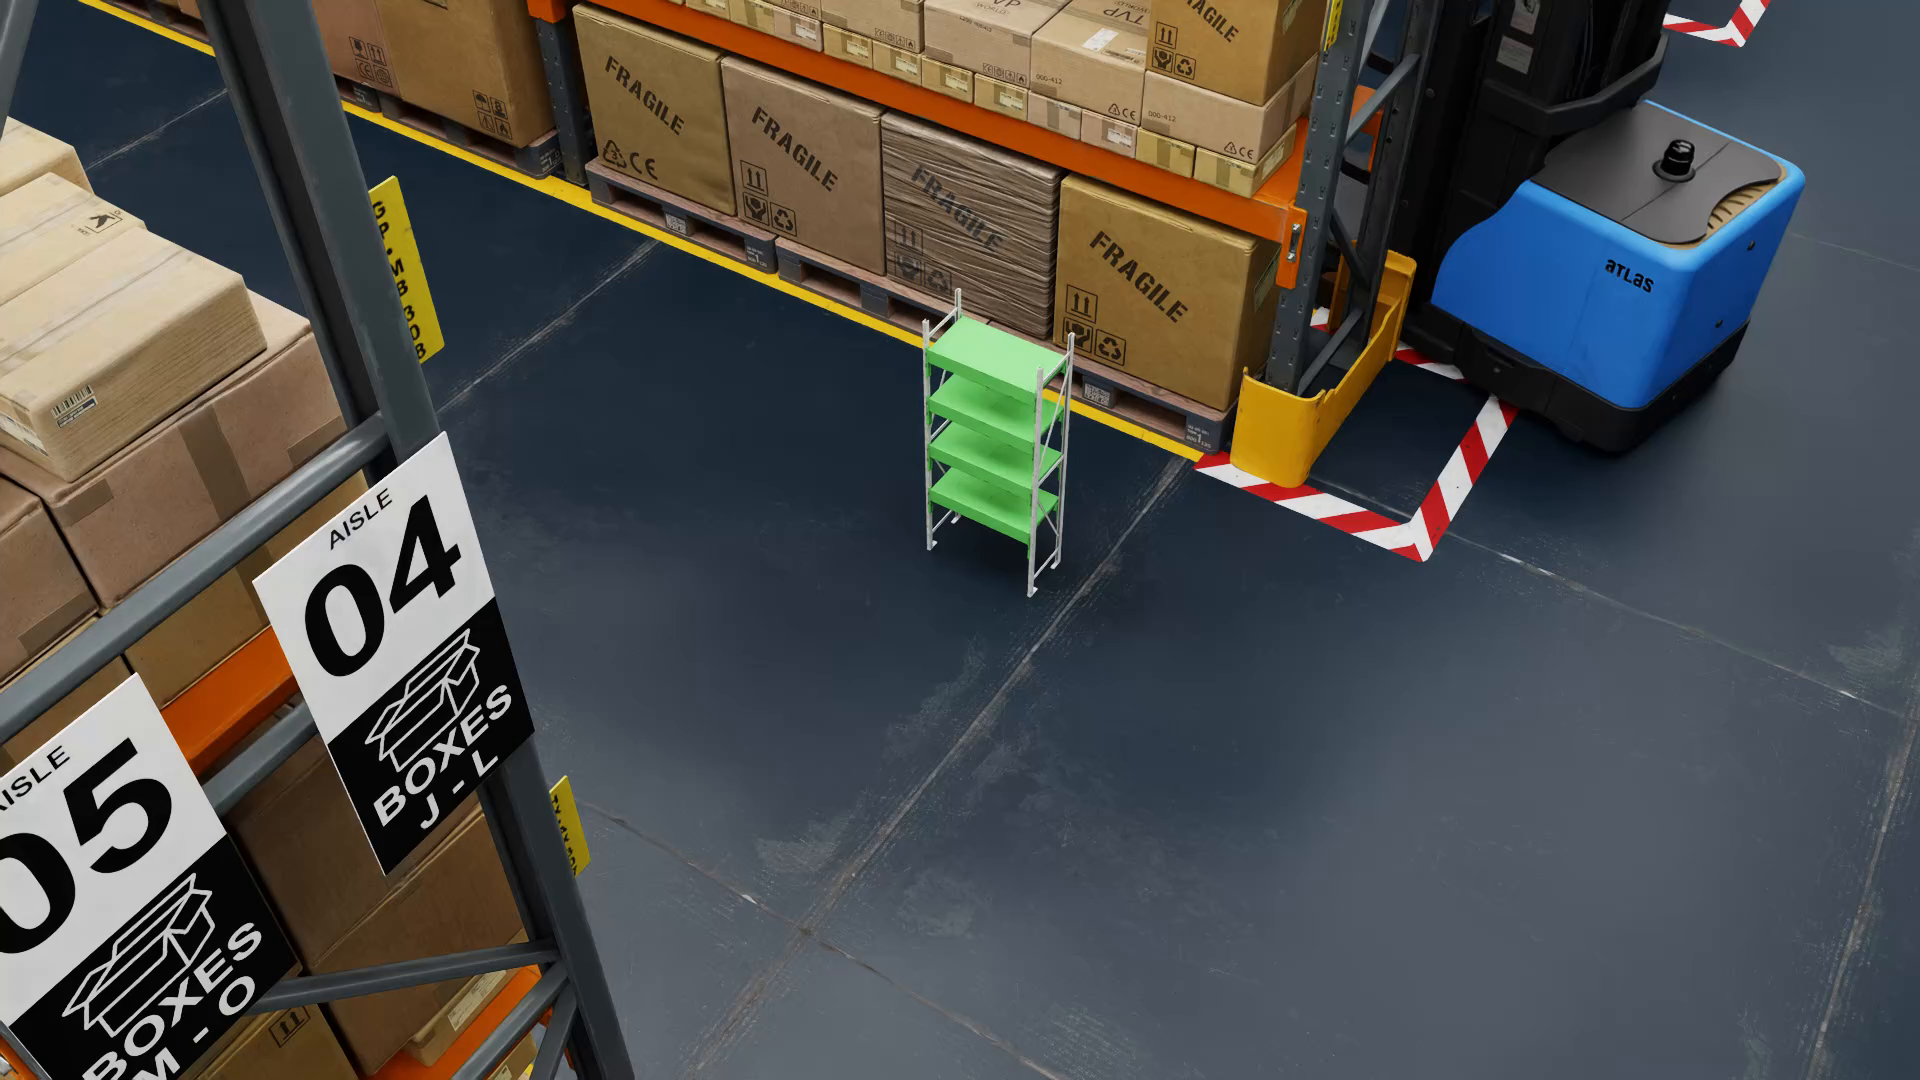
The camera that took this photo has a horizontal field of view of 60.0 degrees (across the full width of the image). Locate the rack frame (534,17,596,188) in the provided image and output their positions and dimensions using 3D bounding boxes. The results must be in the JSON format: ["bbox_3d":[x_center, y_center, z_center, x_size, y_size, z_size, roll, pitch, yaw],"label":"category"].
[{"bbox_3d":[-1.767,-3.227,8.016,0.127,3.000,1.000,25,51,22],"label":"rack frame"}]

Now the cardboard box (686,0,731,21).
[{"bbox_3d":[-1.032,-2.520,7.504,0.250,0.149,0.380,23,50,21],"label":"cardboard box"}]

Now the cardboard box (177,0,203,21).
[{"bbox_3d":[-3.818,-3.552,9.521,0.875,0.875,1.225,25,51,22],"label":"cardboard box"}]

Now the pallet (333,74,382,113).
[{"bbox_3d":[-3.488,-2.980,9.721,1.213,0.211,1.003,25,51,22],"label":"pallet"}]

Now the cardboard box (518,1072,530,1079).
[{"bbox_3d":[-1.431,1.728,4.896,0.250,0.149,0.380,26,51,23],"label":"cardboard box"}]

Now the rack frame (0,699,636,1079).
[{"bbox_3d":[-1.162,1.277,3.640,0.127,3.000,1.000,25,51,22],"label":"rack frame"}]

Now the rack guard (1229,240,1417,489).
[{"bbox_3d":[1.621,-0.798,7.399,0.348,0.500,1.175,25,51,22],"label":"rack guard"}]

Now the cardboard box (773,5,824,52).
[{"bbox_3d":[-0.606,-2.323,7.313,0.250,0.149,0.380,25,51,23],"label":"cardboard box"}]

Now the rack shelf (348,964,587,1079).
[{"bbox_3d":[-2.846,0.753,4.650,4.000,0.370,1.077,25,51,22],"label":"rack shelf"}]

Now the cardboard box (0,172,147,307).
[{"bbox_3d":[-1.517,-0.402,2.657,0.250,0.149,0.380,27,51,24],"label":"cardboard box"}]

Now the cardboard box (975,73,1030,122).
[{"bbox_3d":[0.262,-1.925,6.926,0.250,0.149,0.380,24,50,21],"label":"cardboard box"}]

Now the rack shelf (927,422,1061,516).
[{"bbox_3d":[0.139,-0.310,6.525,0.480,0.148,0.258,25,51,22],"label":"rack shelf"}]

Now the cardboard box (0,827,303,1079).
[{"bbox_3d":[-1.682,0.763,3.165,0.500,0.500,0.500,24,50,21],"label":"cardboard box"}]

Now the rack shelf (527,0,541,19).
[{"bbox_3d":[-3.450,-3.751,9.027,4.000,0.370,1.077,25,51,22],"label":"rack shelf"}]

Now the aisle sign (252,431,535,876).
[{"bbox_3d":[-0.939,0.218,2.856,0.004,0.787,0.394,25,51,22],"label":"aisle sign"}]

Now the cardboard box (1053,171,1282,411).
[{"bbox_3d":[1.019,-1.284,7.317,0.875,0.875,0.875,25,51,22],"label":"cardboard box"}]

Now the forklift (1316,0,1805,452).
[{"bbox_3d":[2.212,-2.374,7.235,1.130,2.935,3.031,-34,55,-28],"label":"forklift"}]

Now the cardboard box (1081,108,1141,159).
[{"bbox_3d":[0.691,-1.728,6.735,0.250,0.149,0.380,25,51,22],"label":"cardboard box"}]

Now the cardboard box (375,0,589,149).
[{"bbox_3d":[-2.316,-2.869,8.857,0.875,0.875,1.225,25,51,22],"label":"cardboard box"}]

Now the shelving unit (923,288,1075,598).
[{"bbox_3d":[0.139,-0.354,6.479,0.503,1.200,0.258,25,51,22],"label":"shelving unit"}]

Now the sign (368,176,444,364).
[{"bbox_3d":[-0.870,-0.401,2.569,0.005,0.325,0.100,25,51,22],"label":"sign"}]

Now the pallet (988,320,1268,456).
[{"bbox_3d":[0.885,-0.969,7.766,1.213,0.211,1.003,25,51,22],"label":"pallet"}]

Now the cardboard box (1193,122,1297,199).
[{"bbox_3d":[1.123,-1.530,6.542,0.250,0.149,0.380,26,51,23],"label":"cardboard box"}]

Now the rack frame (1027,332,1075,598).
[{"bbox_3d":[0.345,-0.260,6.387,0.015,1.200,0.240,25,51,22],"label":"rack frame"}]

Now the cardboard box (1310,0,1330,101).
[{"bbox_3d":[1.342,-2.079,6.797,0.500,0.250,0.500,23,50,21],"label":"cardboard box"}]

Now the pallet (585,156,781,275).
[{"bbox_3d":[-1.169,-1.914,8.684,1.213,0.211,1.003,25,51,22],"label":"pallet"}]

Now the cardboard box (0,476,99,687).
[{"bbox_3d":[-1.687,0.085,2.463,0.500,0.250,0.500,23,50,21],"label":"cardboard box"}]

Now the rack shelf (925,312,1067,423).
[{"bbox_3d":[0.139,-0.644,6.181,0.480,0.148,0.258,25,51,22],"label":"rack shelf"}]

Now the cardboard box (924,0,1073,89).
[{"bbox_3d":[0.194,-2.151,6.868,0.500,0.250,0.500,23,50,21],"label":"cardboard box"}]

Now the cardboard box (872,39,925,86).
[{"bbox_3d":[-0.164,-2.122,7.118,0.250,0.149,0.380,26,51,23],"label":"cardboard box"}]

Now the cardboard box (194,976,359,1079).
[{"bbox_3d":[-1.680,1.119,3.515,0.500,0.500,0.500,26,51,23],"label":"cardboard box"}]

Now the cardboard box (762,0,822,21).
[{"bbox_3d":[-0.657,-2.546,7.251,0.500,0.250,0.500,26,51,23],"label":"cardboard box"}]

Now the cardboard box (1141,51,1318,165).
[{"bbox_3d":[1.049,-1.757,6.485,0.500,0.250,0.500,24,50,22],"label":"cardboard box"}]

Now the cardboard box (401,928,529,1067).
[{"bbox_3d":[-1.258,1.041,4.044,0.250,0.149,0.380,24,51,22],"label":"cardboard box"}]

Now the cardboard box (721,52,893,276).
[{"bbox_3d":[-0.497,-1.981,7.994,0.875,0.875,0.875,25,51,22],"label":"cardboard box"}]

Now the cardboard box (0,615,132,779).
[{"bbox_3d":[-1.688,0.267,2.634,0.500,0.250,0.500,24,50,21],"label":"cardboard box"}]
